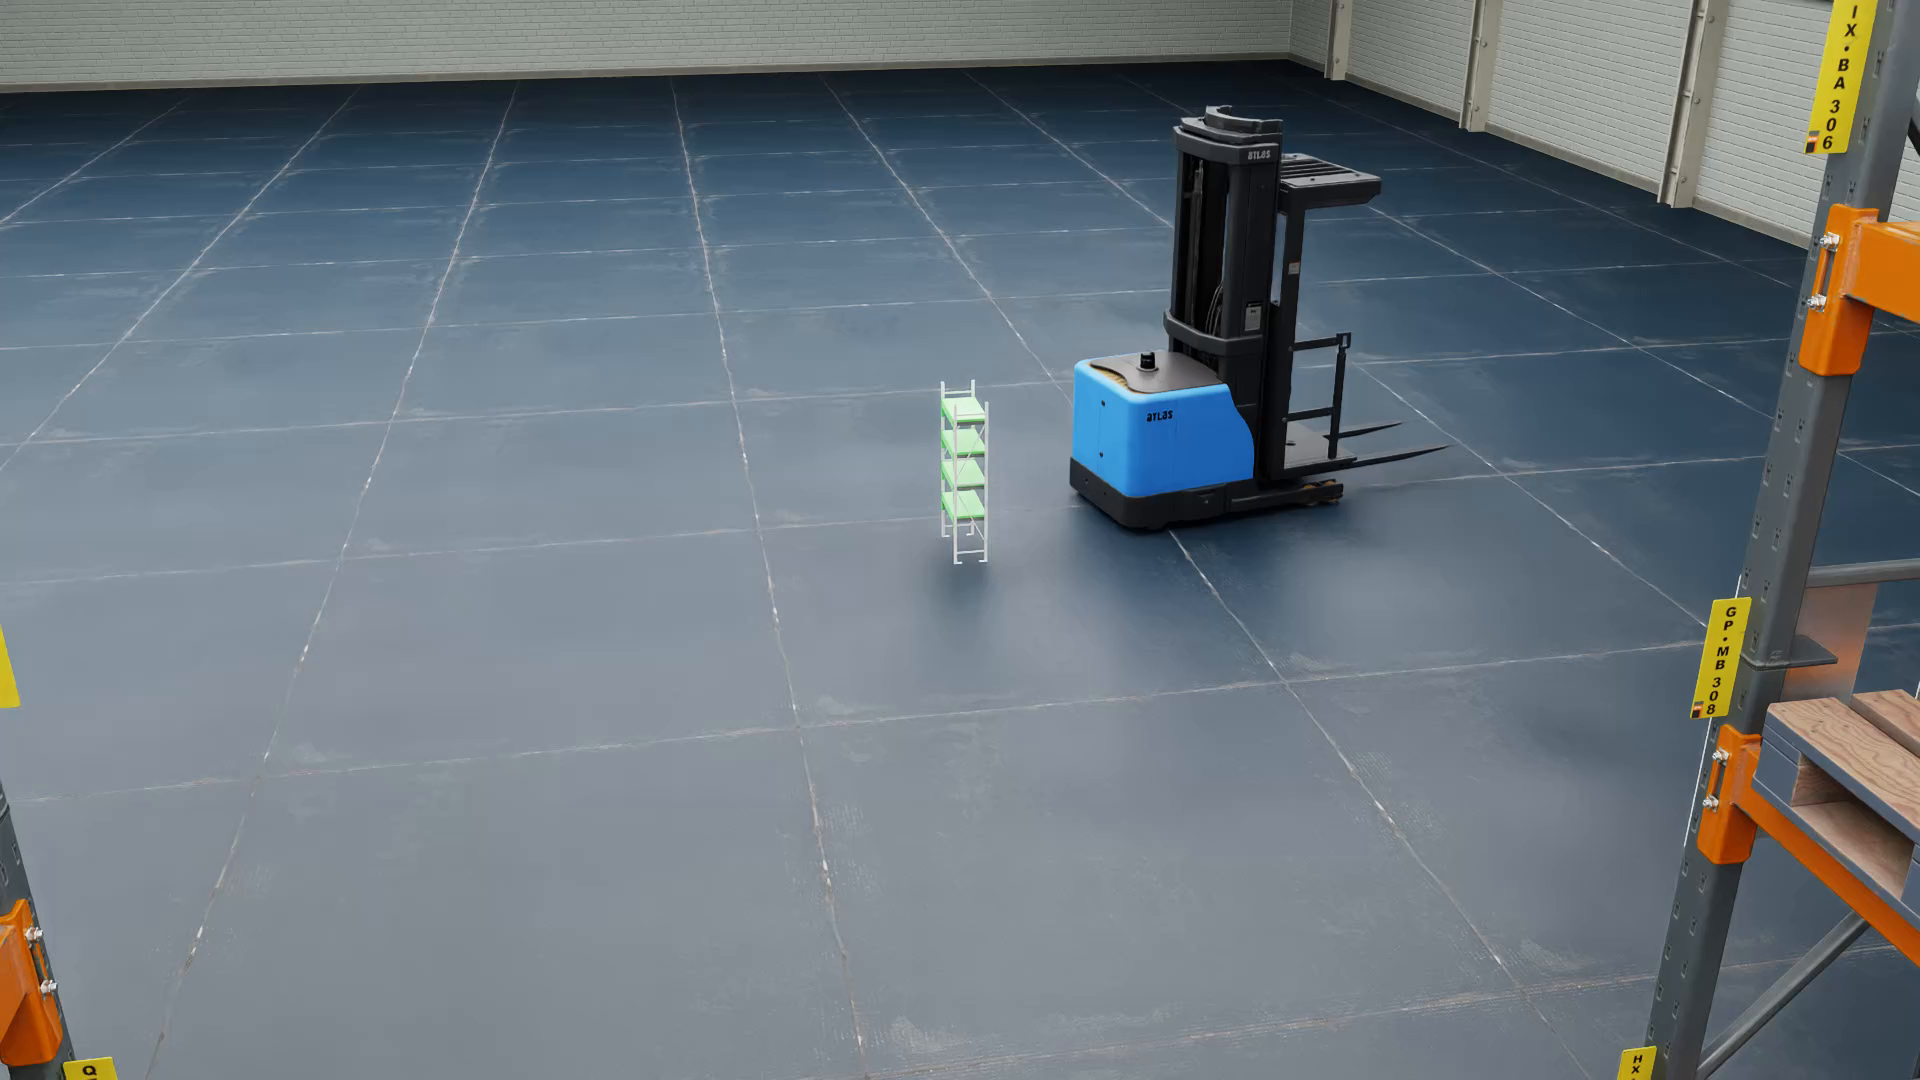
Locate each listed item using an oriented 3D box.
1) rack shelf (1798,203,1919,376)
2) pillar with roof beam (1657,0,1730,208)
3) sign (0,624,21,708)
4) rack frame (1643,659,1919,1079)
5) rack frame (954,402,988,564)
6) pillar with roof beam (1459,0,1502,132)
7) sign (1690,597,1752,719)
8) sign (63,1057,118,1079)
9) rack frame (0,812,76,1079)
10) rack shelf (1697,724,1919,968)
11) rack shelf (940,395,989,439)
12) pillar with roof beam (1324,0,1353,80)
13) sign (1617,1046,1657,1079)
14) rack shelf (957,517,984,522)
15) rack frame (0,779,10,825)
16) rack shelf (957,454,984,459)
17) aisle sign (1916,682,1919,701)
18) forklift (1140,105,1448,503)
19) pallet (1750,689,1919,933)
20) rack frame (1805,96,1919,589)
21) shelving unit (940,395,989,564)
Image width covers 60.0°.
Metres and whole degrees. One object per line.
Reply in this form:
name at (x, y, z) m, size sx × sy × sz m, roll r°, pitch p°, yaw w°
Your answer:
rack shelf at (2.776, 0.182, 1.990) m, size 1.077 × 0.370 × 4.000 m, roll -4°, pitch 24°, yaw -10°
pillar with roof beam at (5.562, -8.401, 20.243) m, size 9.100 × 9.000 × 0.400 m, roll -4°, pitch 24°, yaw -10°
sign at (-1.913, 0.184, 3.227) m, size 0.100 × 0.325 × 0.005 m, roll -4°, pitch 24°, yaw -10°
rack frame at (2.406, 1.631, 4.767) m, size 1.000 × 3.000 × 0.127 m, roll -4°, pitch 24°, yaw -10°
rack frame at (0.076, -0.389, 11.641) m, size 0.240 × 1.200 × 0.015 m, roll -4°, pitch 24°, yaw -10°
pillar with roof beam at (4.453, -10.761, 25.647) m, size 9.100 × 9.000 × 0.400 m, roll -4°, pitch 24°, yaw -10°
sign at (1.864, 0.291, 4.076) m, size 0.100 × 0.325 × 0.005 m, roll -4°, pitch 24°, yaw -10°
sign at (-1.913, 1.289, 3.709) m, size 0.100 × 0.325 × 0.005 m, roll -4°, pitch 24°, yaw -10°
rack frame at (-2.462, 1.998, 3.928) m, size 1.000 × 3.000 × 0.127 m, roll -4°, pitch 24°, yaw -10°
rack shelf at (2.776, 1.373, 2.510) m, size 1.077 × 0.370 × 4.000 m, roll -4°, pitch 24°, yaw -10°
rack shelf at (0.031, -0.866, 11.694) m, size 0.258 × 0.148 × 0.480 m, roll -4°, pitch 24°, yaw -10°
pillar with roof beam at (3.343, -13.121, 31.050) m, size 9.100 × 9.000 × 0.400 m, roll -4°, pitch 24°, yaw -10°
sign at (1.864, 1.543, 4.623) m, size 0.100 × 0.325 × 0.005 m, roll -4°, pitch 24°, yaw -10°
rack shelf at (0.031, -0.232, 11.971) m, size 0.199 × 0.029 × 0.442 m, roll -4°, pitch 24°, yaw -10°
rack frame at (-2.462, -0.752, 2.727) m, size 1.000 × 3.000 × 0.127 m, roll -4°, pitch 24°, yaw -10°
rack shelf at (0.031, -0.672, 11.779) m, size 0.199 × 0.029 × 0.442 m, roll -4°, pitch 24°, yaw -10°
aisle sign at (2.684, 0.390, 4.362) m, size 0.394 × 0.787 × 0.004 m, roll -4°, pitch 24°, yaw -10°
forklift at (2.427, -1.783, 12.669) m, size 3.031 × 2.935 × 1.121 m, roll -10°, pitch 25°, yaw -21°
pallet at (2.463, 0.676, 3.443) m, size 1.003 × 0.211 × 1.213 m, roll -4°, pitch 24°, yaw -10°
rack frame at (2.403, -1.118, 3.566) m, size 0.949 × 2.616 × 0.053 m, roll -4°, pitch 24°, yaw -10°
shelving unit at (0.032, -0.482, 11.856) m, size 0.258 × 1.200 × 0.492 m, roll -4°, pitch 24°, yaw -10°
